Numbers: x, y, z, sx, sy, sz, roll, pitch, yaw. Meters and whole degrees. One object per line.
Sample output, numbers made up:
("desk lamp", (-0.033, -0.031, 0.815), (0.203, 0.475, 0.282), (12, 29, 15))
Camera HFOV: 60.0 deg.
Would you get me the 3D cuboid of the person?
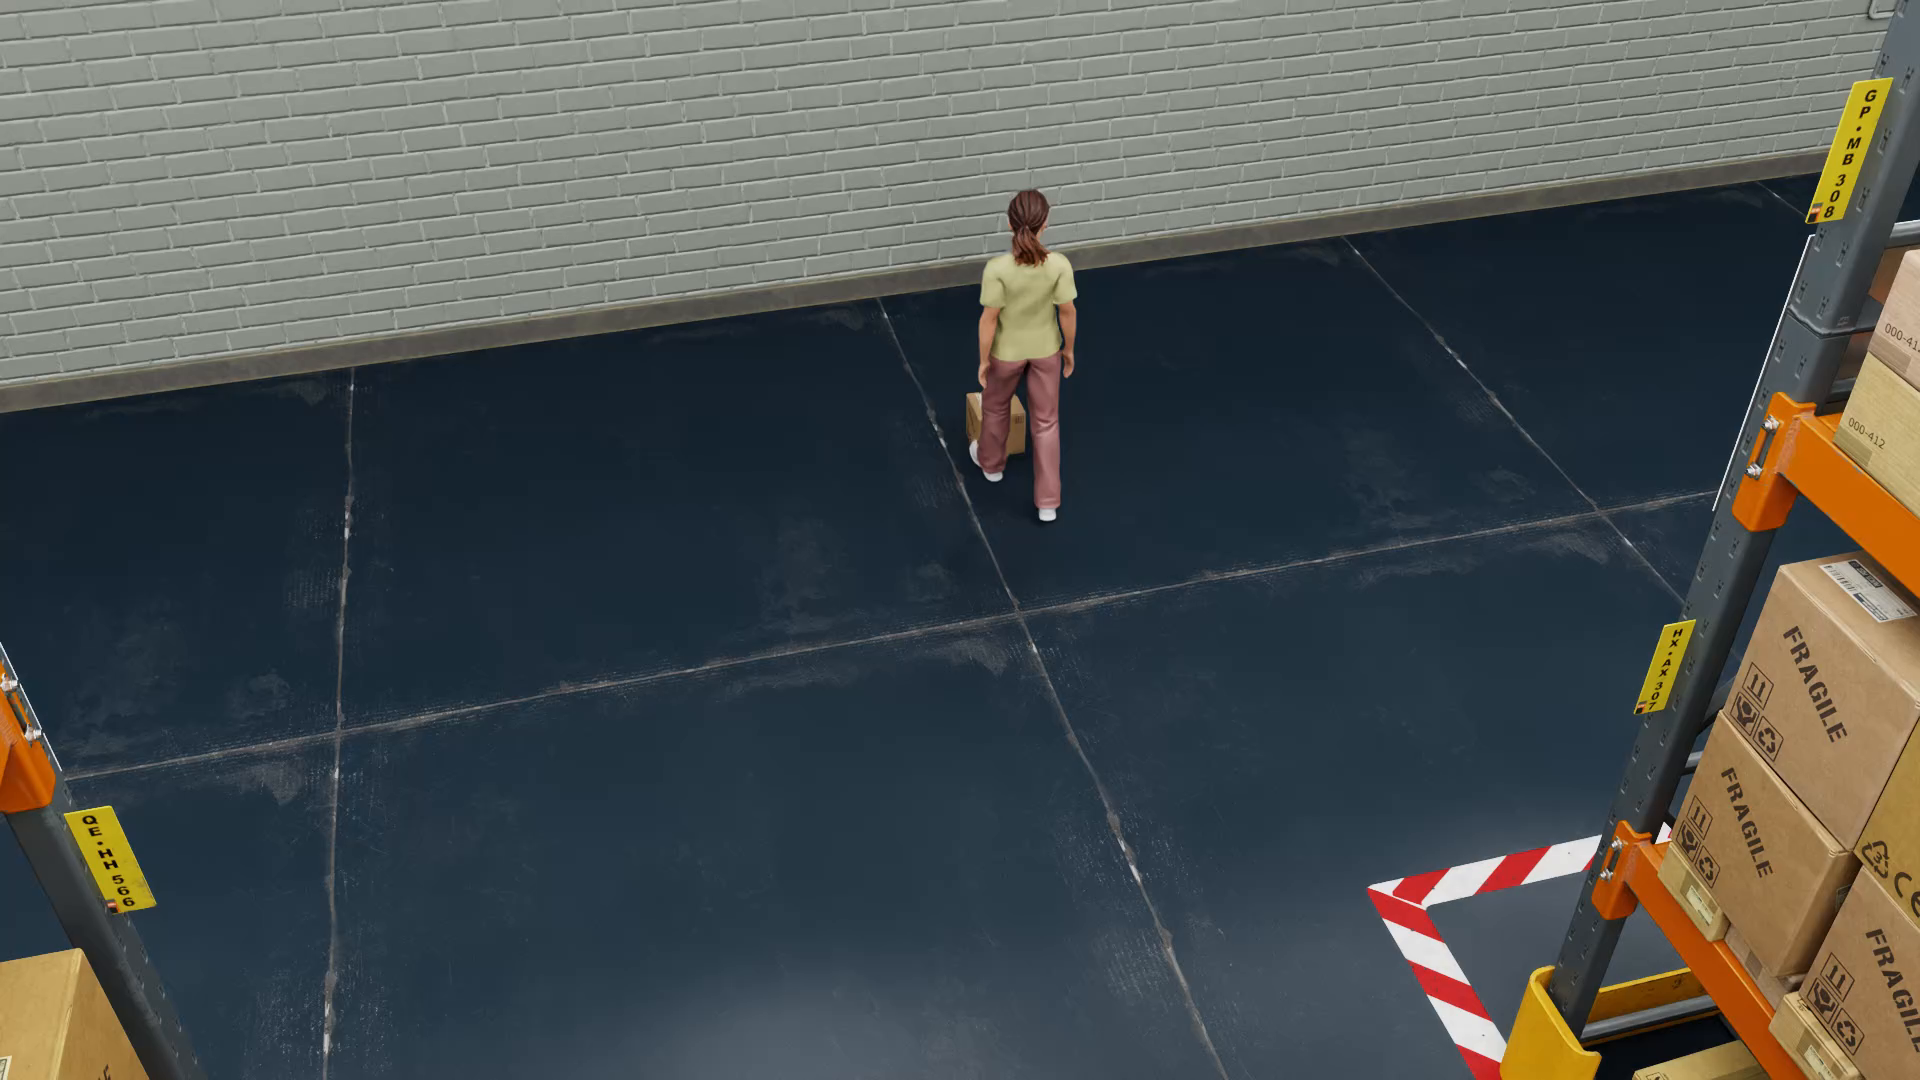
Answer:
("person", (0.295, -0.919, 7.869), (0.464, 1.663, 0.706), (-5, 39, -7))
